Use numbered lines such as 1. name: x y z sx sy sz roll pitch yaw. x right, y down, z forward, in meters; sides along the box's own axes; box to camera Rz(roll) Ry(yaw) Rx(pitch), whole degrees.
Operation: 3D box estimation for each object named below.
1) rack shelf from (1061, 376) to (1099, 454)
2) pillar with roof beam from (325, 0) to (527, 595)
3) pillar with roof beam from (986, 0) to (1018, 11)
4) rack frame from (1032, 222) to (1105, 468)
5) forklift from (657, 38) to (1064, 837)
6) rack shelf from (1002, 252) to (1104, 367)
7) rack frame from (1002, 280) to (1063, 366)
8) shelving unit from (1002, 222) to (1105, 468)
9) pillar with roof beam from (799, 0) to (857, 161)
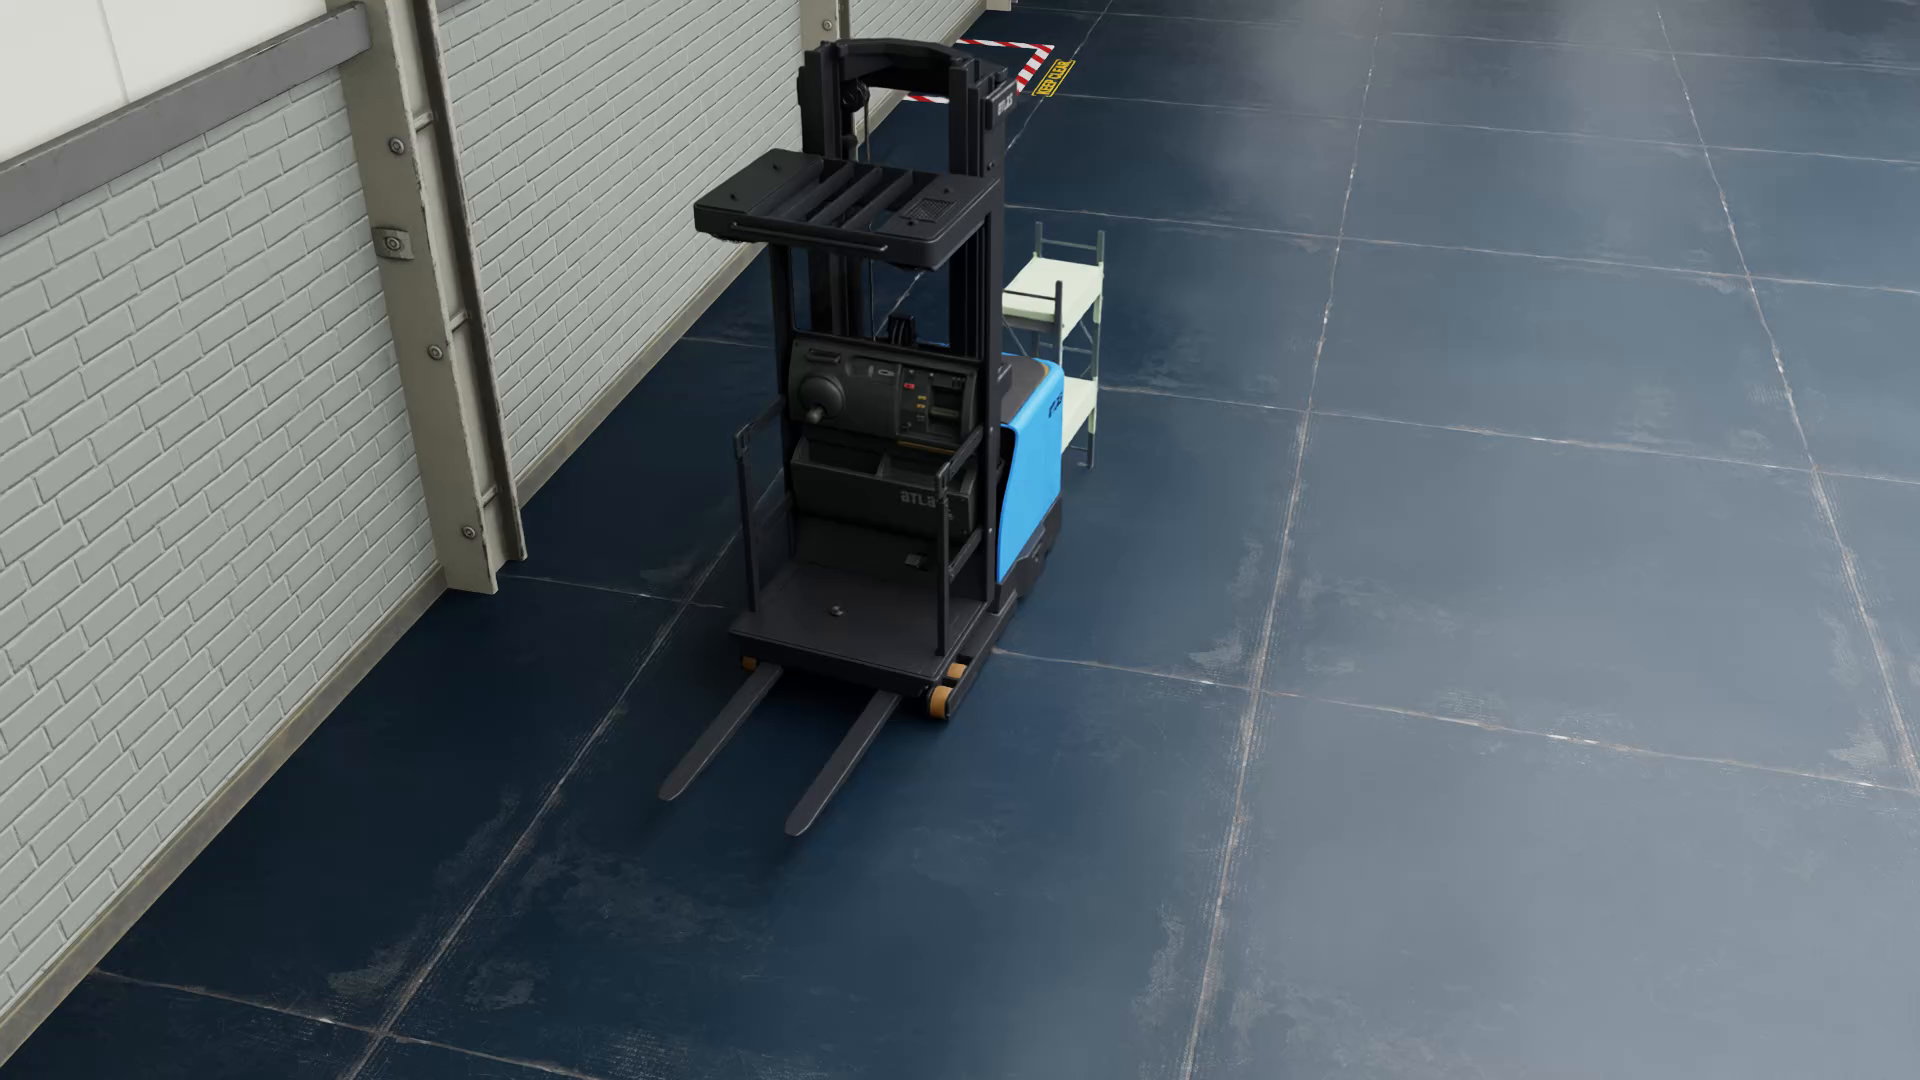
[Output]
1. rack shelf: 0.479 -0.654 9.558 0.431 0.370 0.720 12 34 18
2. pillar with roof beam: 1.579 -3.044 5.720 9.100 9.000 0.400 8 33 12
3. pillar with roof beam: 4.625 -9.271 15.515 9.100 9.000 0.400 8 33 12
4. rack frame: 0.612 -1.112 9.671 0.400 1.500 0.023 12 34 18
5. forklift: -0.443 -0.630 7.579 1.130 2.935 3.031 12 34 18
6. rack shelf: 0.479 -1.258 9.174 0.431 0.370 0.720 12 34 18
7. rack frame: 0.346 -0.746 9.095 0.400 1.500 0.023 12 34 18
8. shelving unit: 0.479 -0.929 9.383 0.431 1.500 0.755 12 34 18
9. pillar with roof beam: 3.102 -6.157 10.618 9.100 9.000 0.400 8 33 12
